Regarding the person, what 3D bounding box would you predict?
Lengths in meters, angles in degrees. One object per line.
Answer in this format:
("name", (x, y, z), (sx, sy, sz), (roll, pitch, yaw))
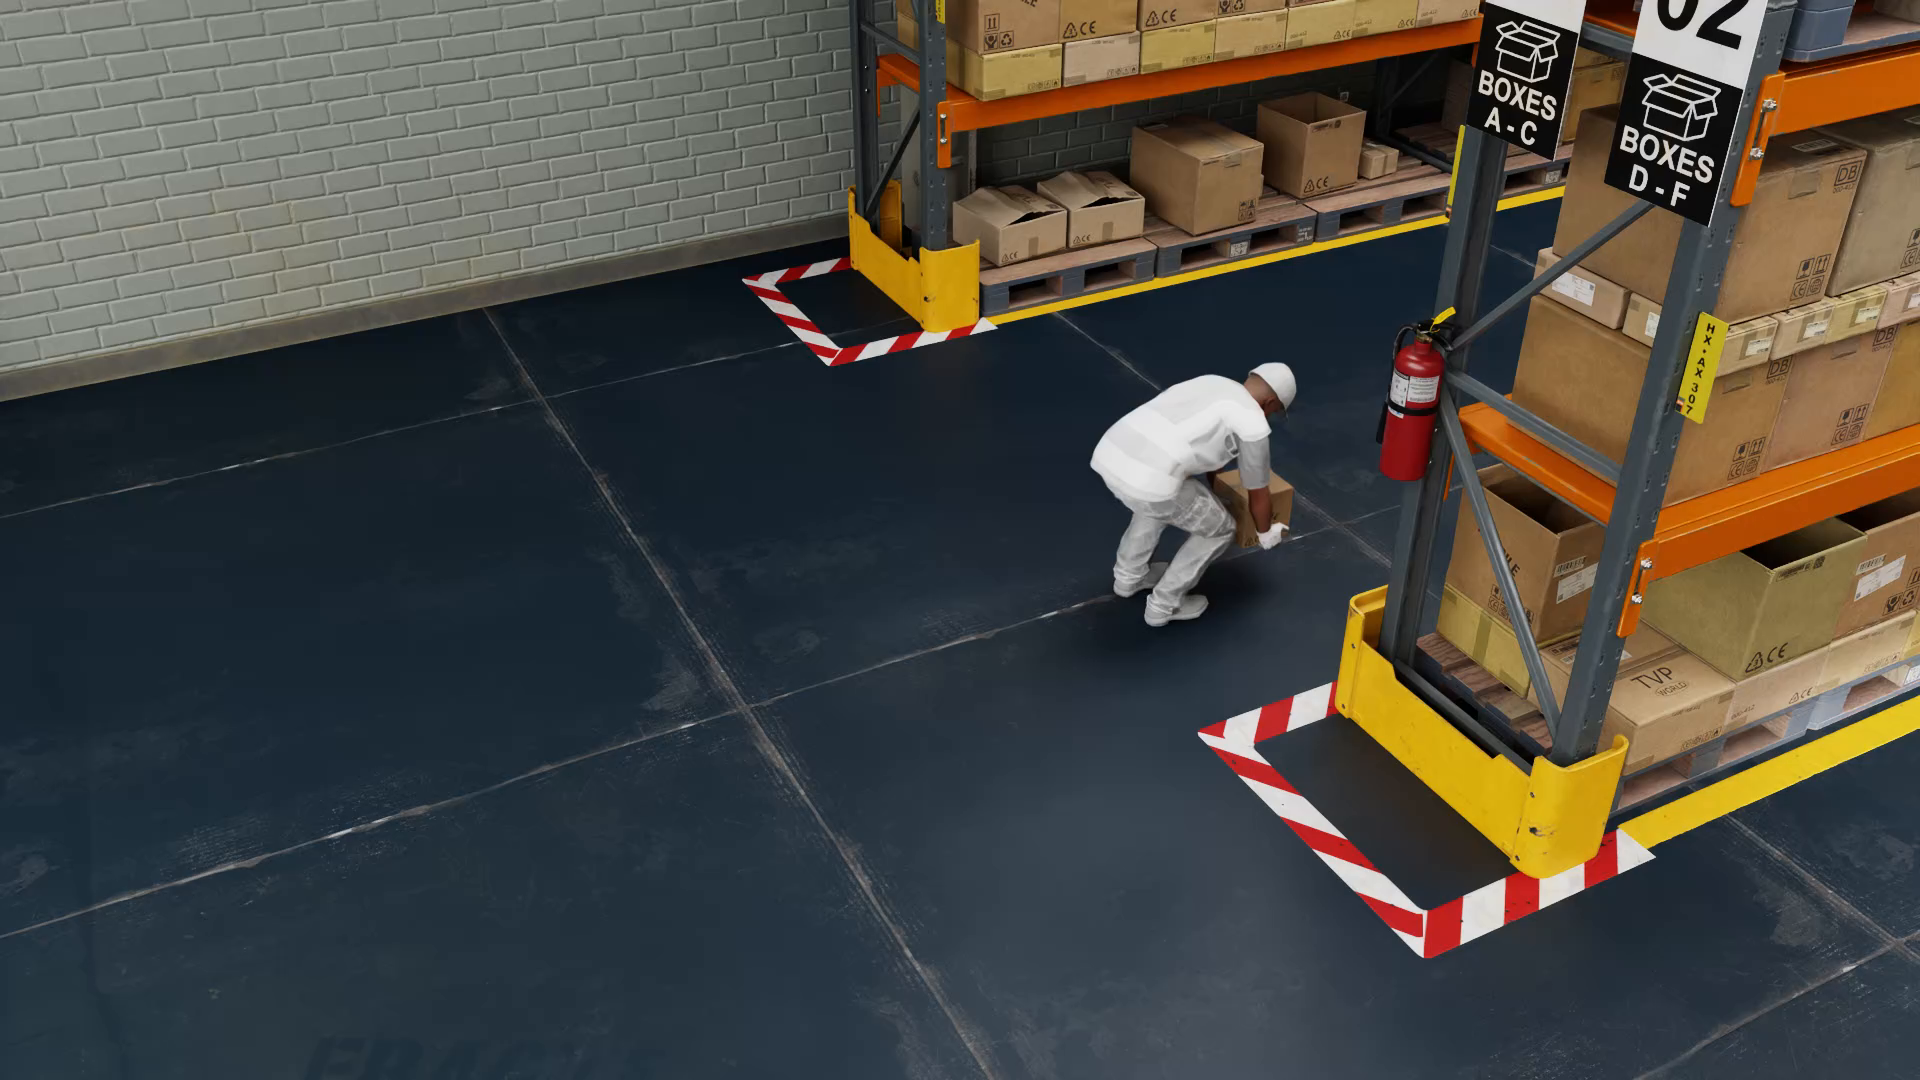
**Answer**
("person", (1.011, -0.211, 7.158), (0.977, 1.015, 0.546), (-18, 37, -25))
